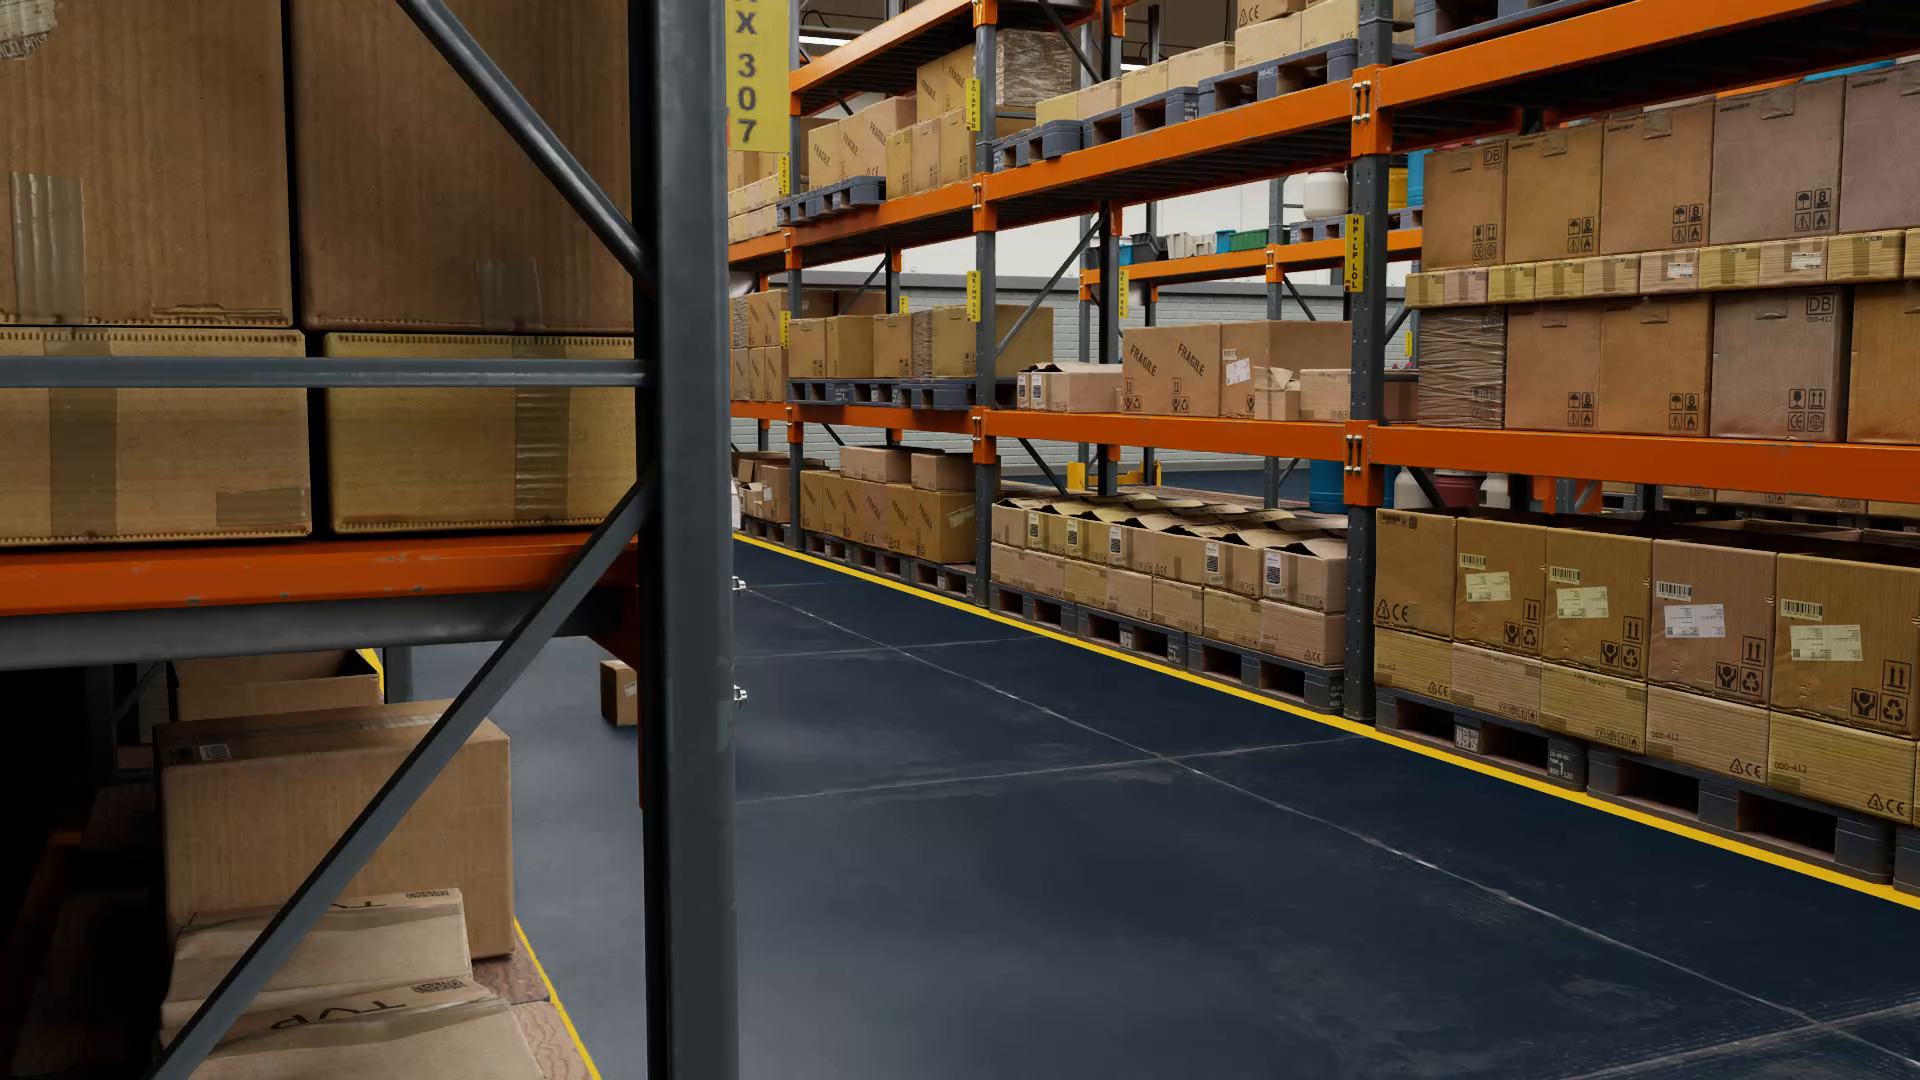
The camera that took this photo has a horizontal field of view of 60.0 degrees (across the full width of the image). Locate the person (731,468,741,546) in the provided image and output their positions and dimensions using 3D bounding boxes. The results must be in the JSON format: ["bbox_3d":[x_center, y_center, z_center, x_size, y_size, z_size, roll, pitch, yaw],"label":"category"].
[{"bbox_3d":[-1.239,-0.042,7.410,0.470,1.665,0.561,-3,6,-27],"label":"person"}]
